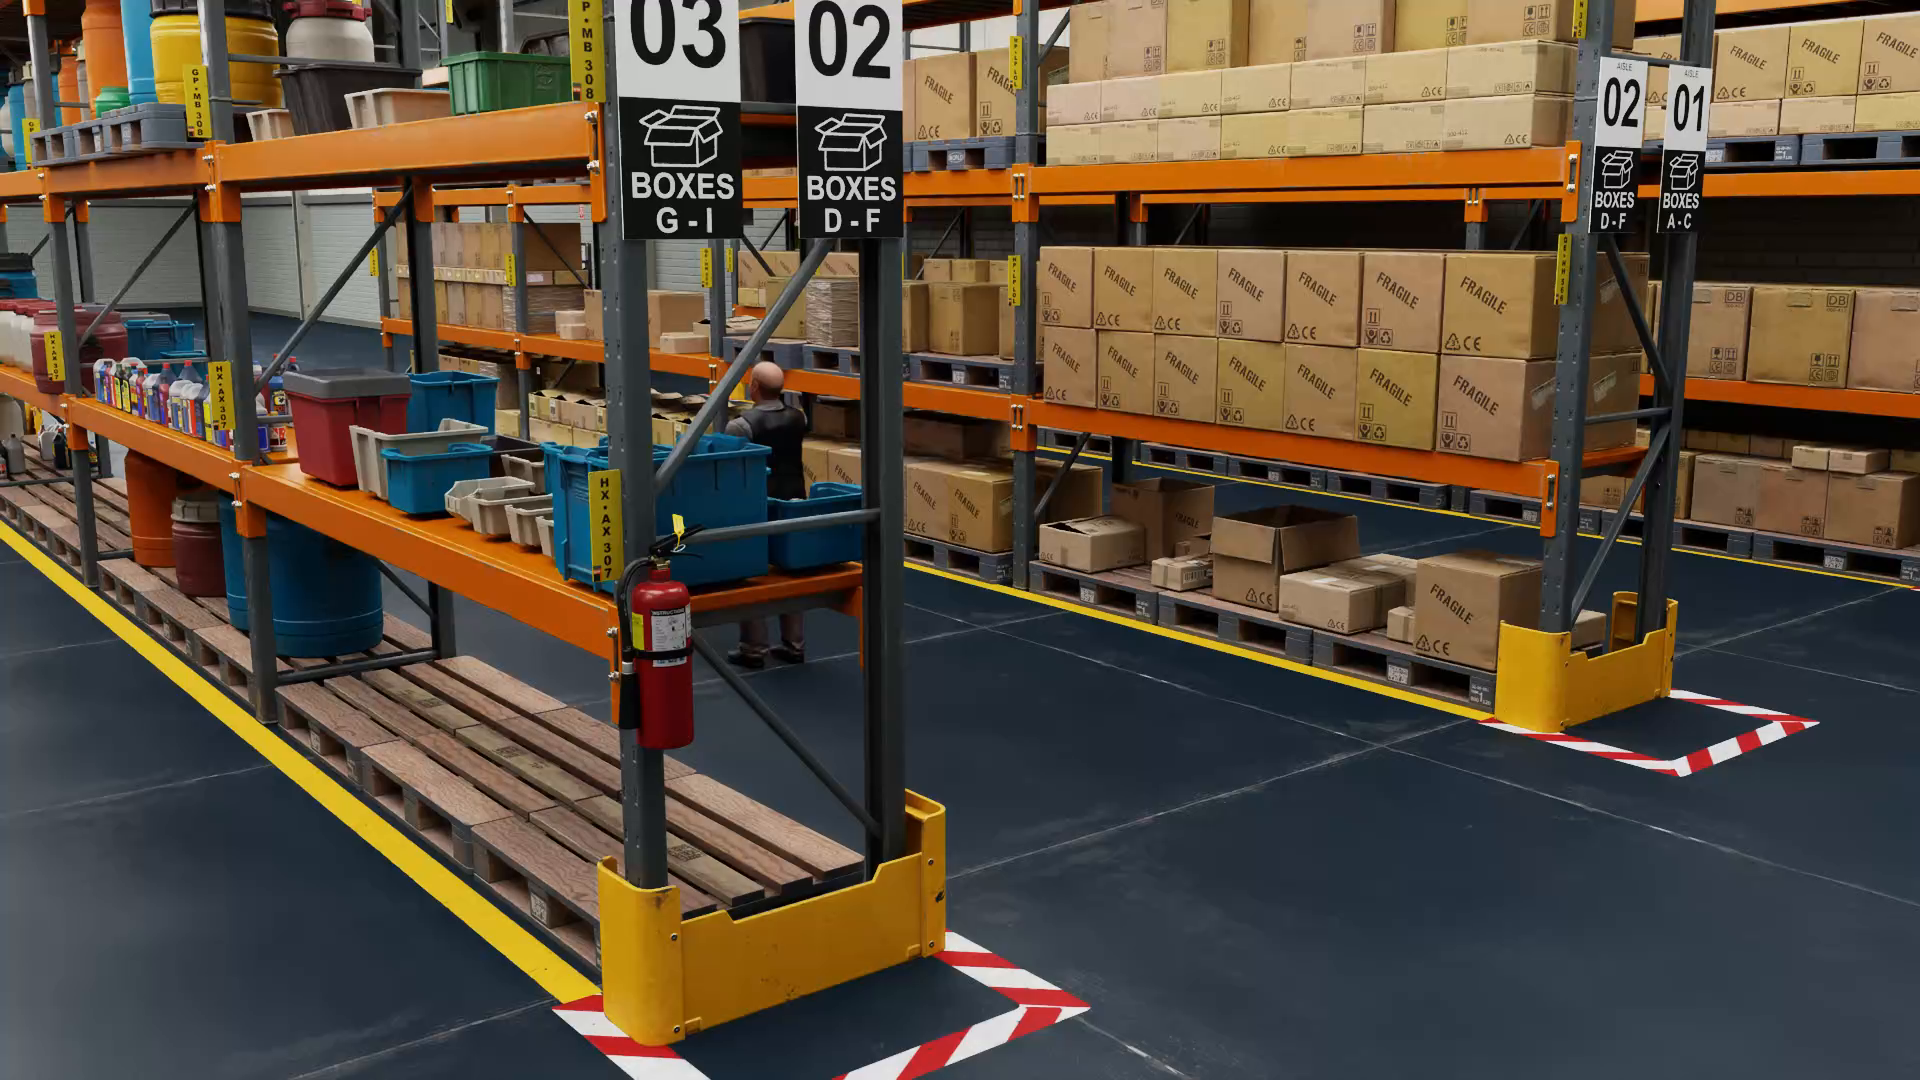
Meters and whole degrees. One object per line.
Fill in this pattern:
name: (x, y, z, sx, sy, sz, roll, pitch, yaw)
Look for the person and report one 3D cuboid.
person: (-1.138, -0.151, 9.309, 0.494, 1.711, 0.551, -8, 14, -37)
